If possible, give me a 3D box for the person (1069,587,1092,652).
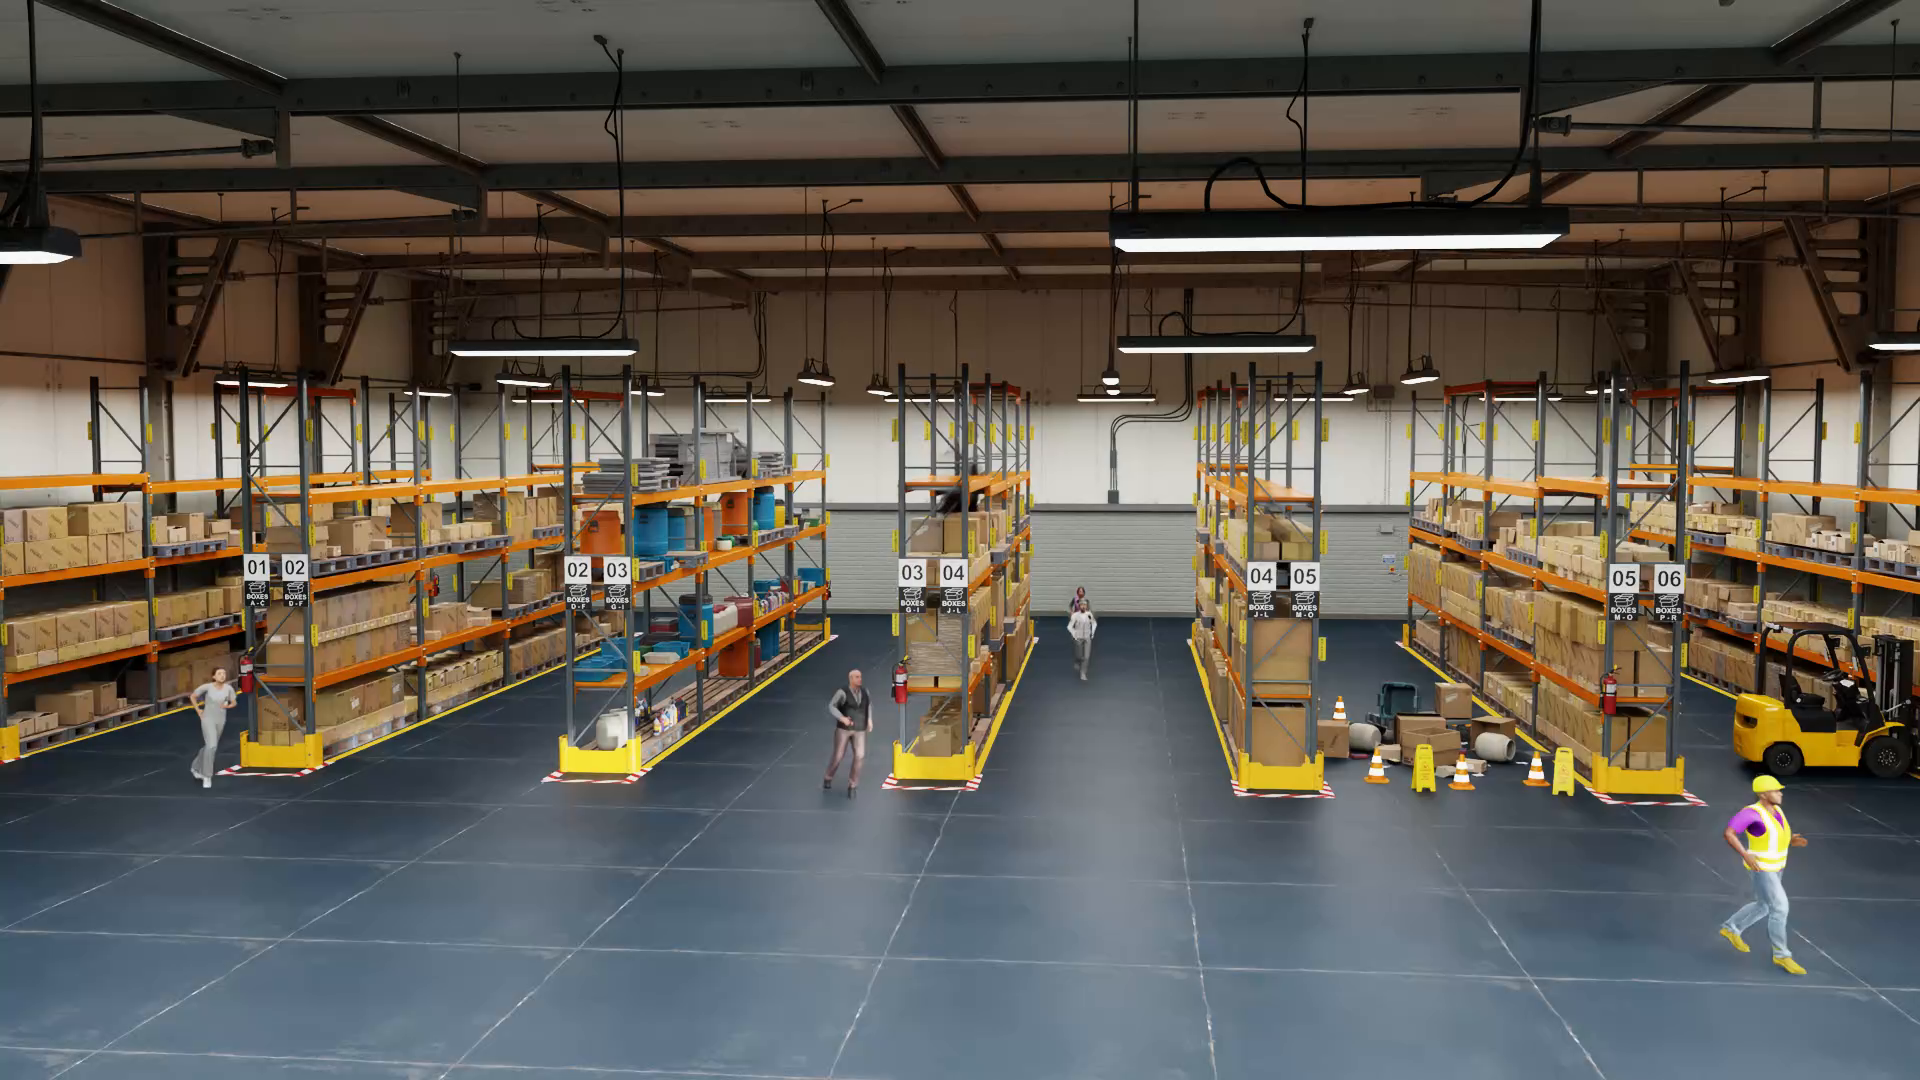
[{"bbox_3d":[2.707,1.830,37.431,0.524,1.567,0.808,0,4,0],"label":"person"}]

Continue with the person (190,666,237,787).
[{"bbox_3d":[-10.746,2.667,23.913,0.700,1.717,0.577,3,5,39],"label":"person"}]

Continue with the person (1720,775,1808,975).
[{"bbox_3d":[7.575,3.102,15.655,0.688,1.789,0.841,-3,5,-43],"label":"person"}]

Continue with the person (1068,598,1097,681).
[{"bbox_3d":[2.504,2.005,33.902,0.617,1.671,0.696,0,4,-6],"label":"person"}]

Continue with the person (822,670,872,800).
[{"bbox_3d":[-1.501,2.678,23.100,0.732,1.745,0.784,-2,4,-23],"label":"person"}]
